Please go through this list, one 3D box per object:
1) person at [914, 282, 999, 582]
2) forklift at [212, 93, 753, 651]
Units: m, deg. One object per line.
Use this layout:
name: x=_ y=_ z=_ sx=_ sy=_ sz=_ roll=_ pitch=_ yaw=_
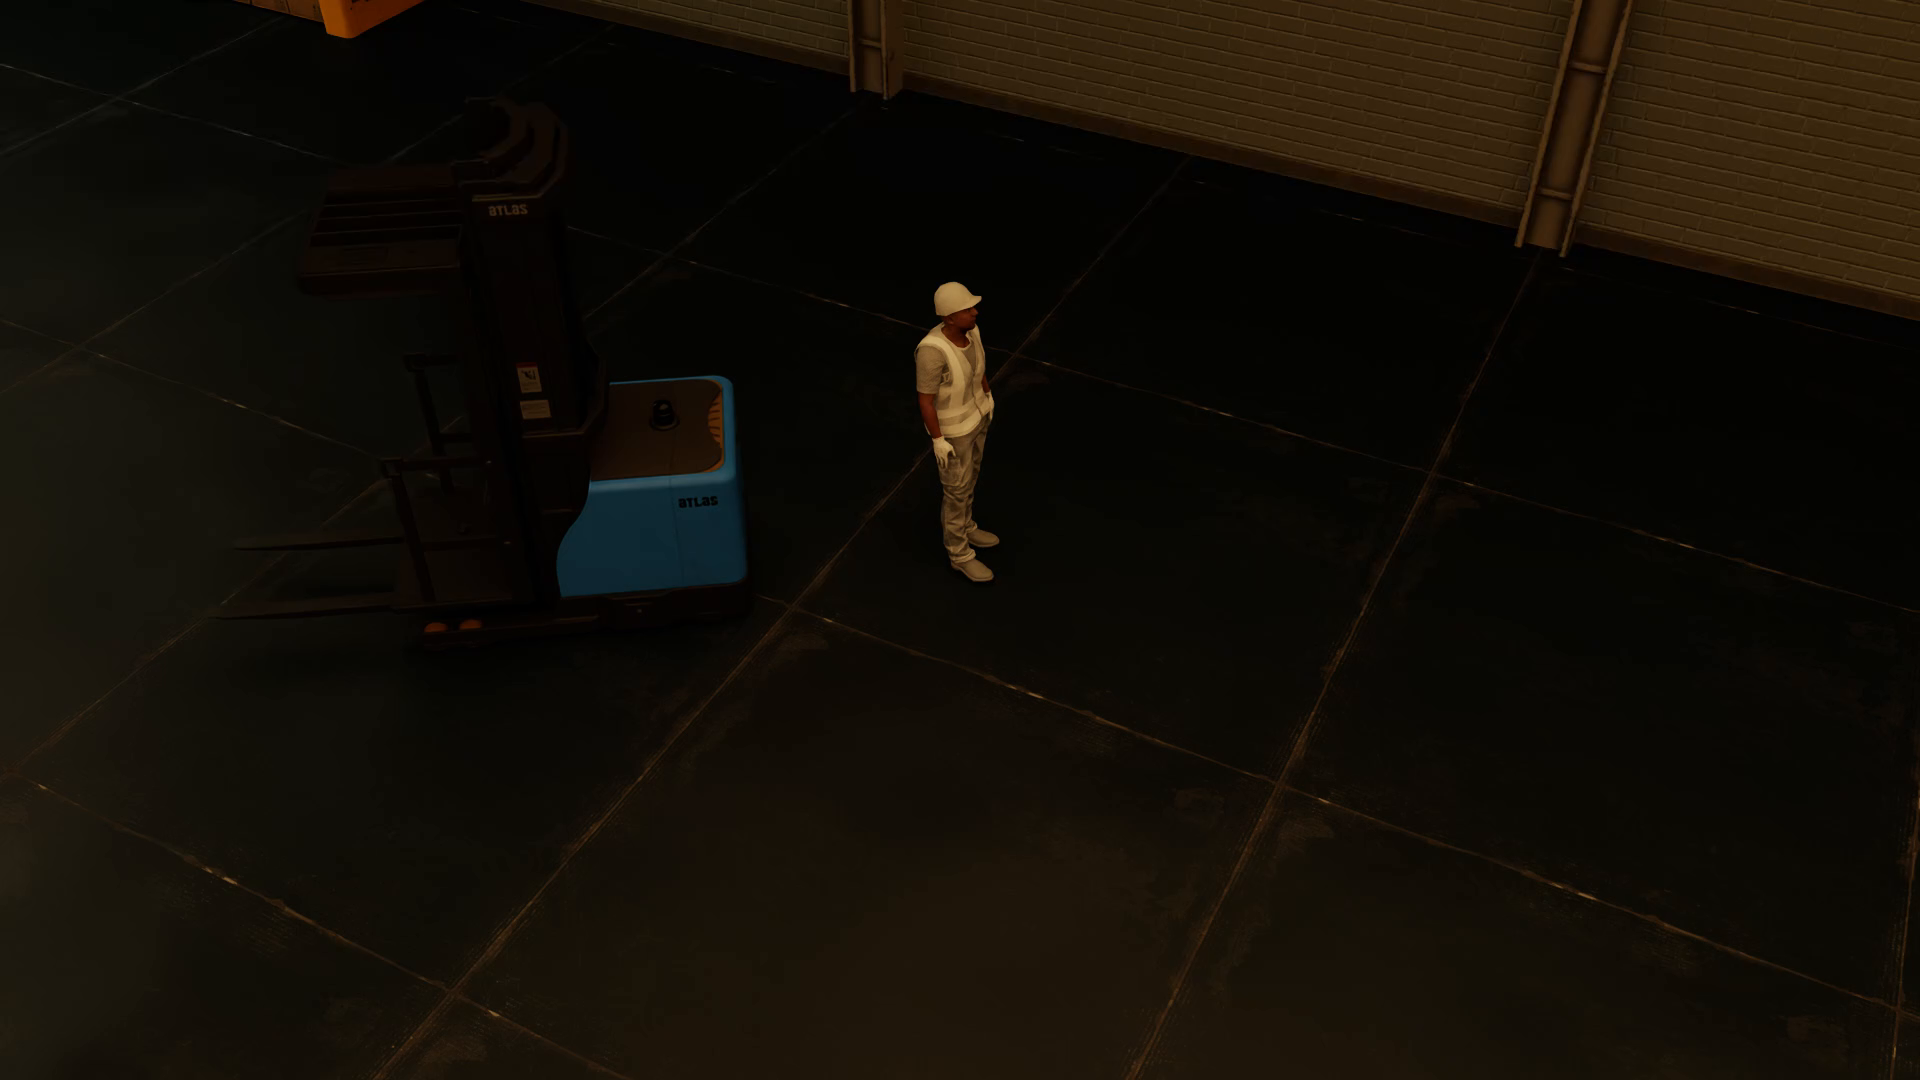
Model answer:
person: x=0.061 y=-0.660 z=9.654 sx=0.575 sy=1.779 sz=0.656 roll=18 pitch=43 yaw=21
forklift: x=-2.767 y=-0.850 z=8.996 sx=3.031 sy=2.935 sz=1.130 roll=-5 pitch=40 yaw=-6
